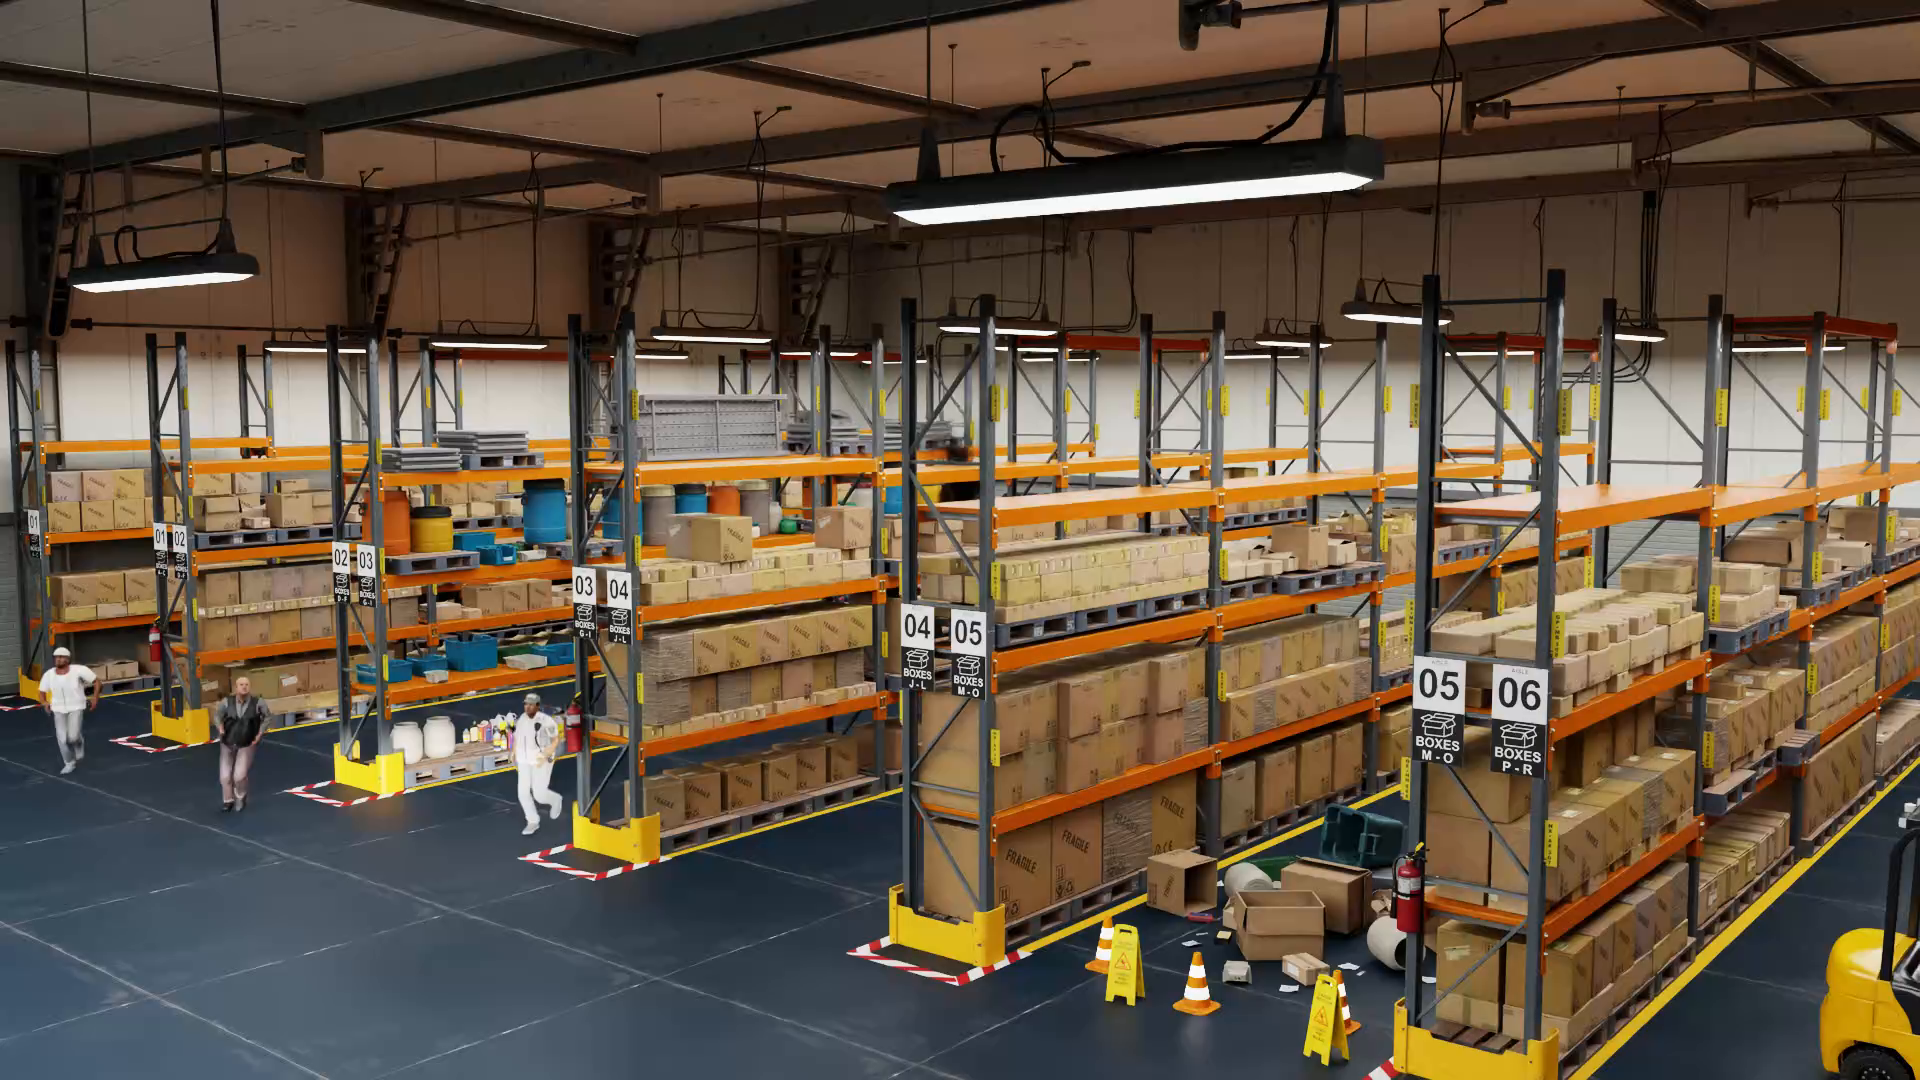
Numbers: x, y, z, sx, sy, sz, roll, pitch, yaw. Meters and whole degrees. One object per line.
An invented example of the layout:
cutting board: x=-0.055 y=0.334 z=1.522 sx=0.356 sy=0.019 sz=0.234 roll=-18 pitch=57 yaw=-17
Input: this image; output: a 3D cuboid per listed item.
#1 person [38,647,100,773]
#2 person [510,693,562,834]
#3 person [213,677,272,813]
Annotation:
person: x=-12.023 y=2.296 z=22.421 sx=0.727 sy=1.721 sz=0.646 roll=-1 pitch=5 yaw=-13
person: x=-4.977 y=2.597 z=19.577 sx=0.625 sy=1.629 sz=0.613 roll=2 pitch=5 yaw=18
person: x=-8.780 y=2.511 z=20.294 sx=0.655 sy=1.678 sz=0.601 roll=-1 pitch=5 yaw=-9
